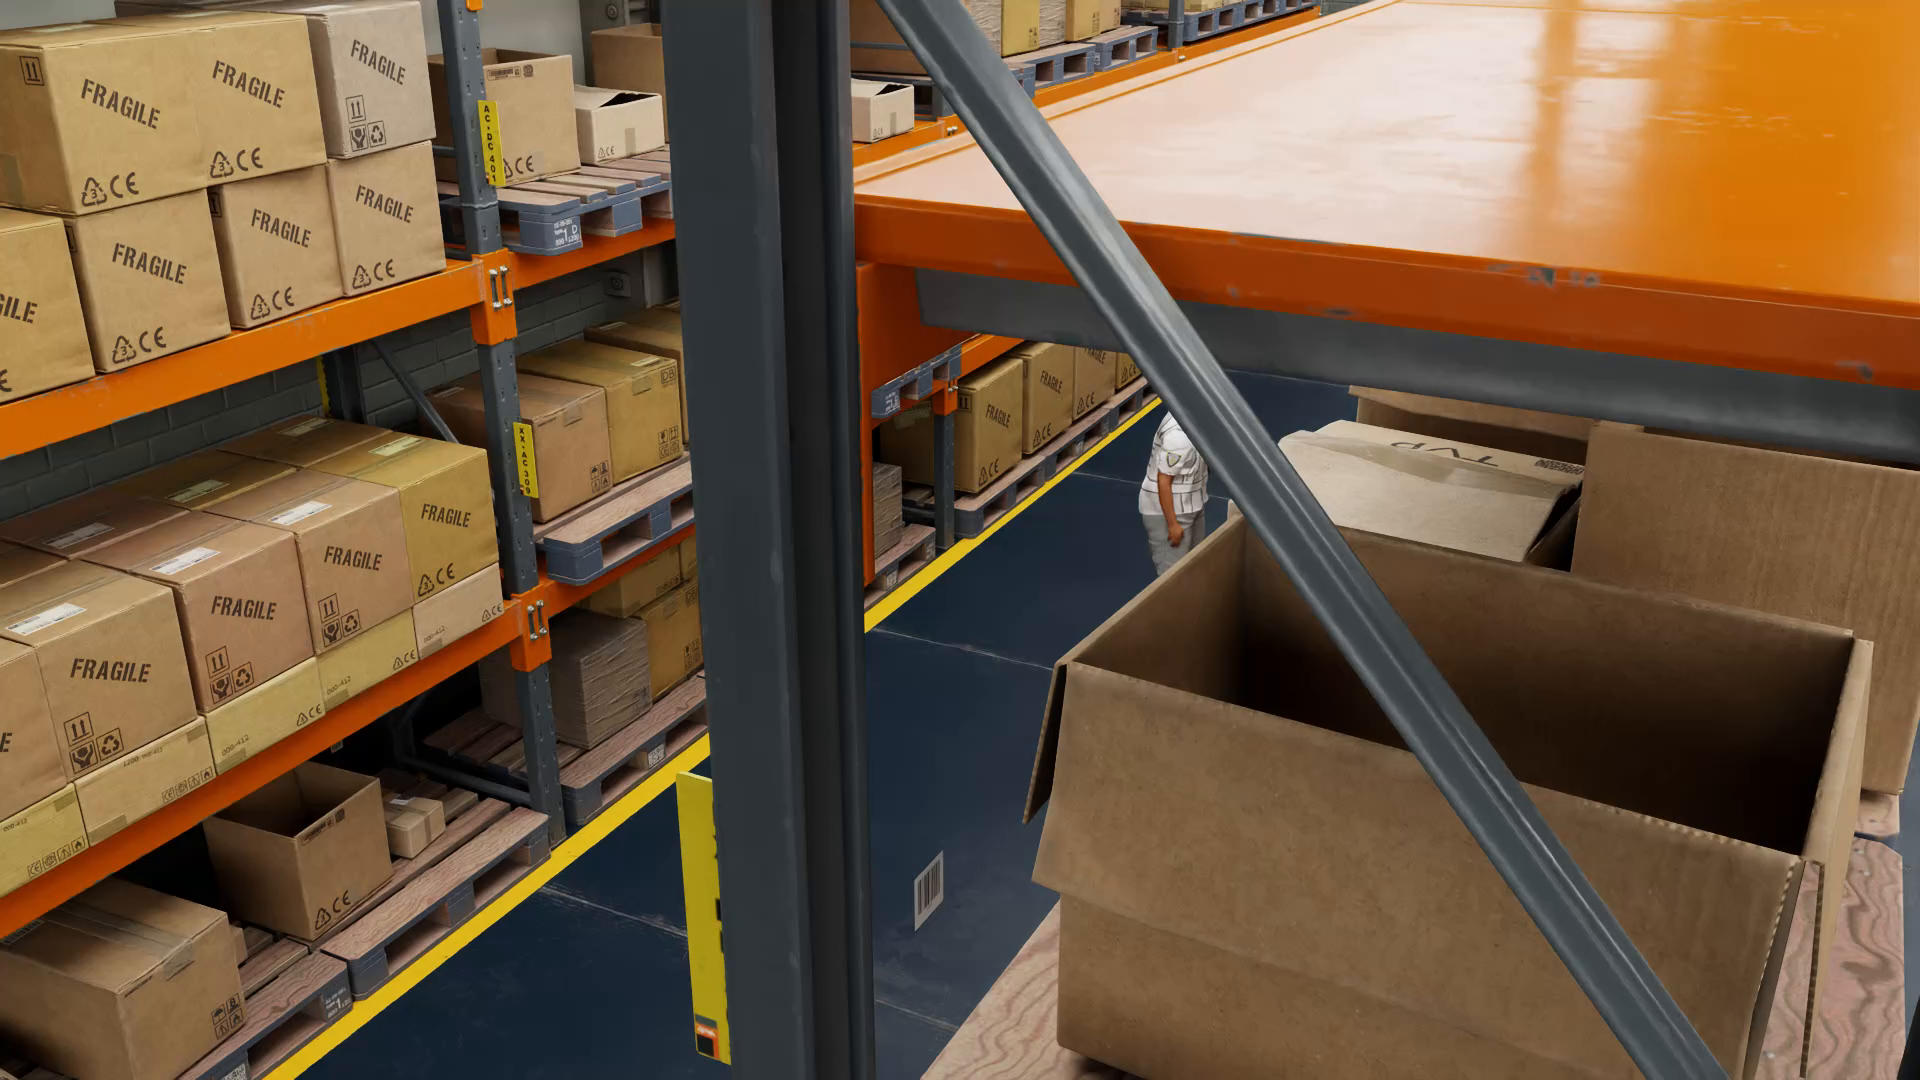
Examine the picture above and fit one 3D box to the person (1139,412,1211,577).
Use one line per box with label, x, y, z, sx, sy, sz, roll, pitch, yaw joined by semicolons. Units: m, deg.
person;1.264;-0.152;9.446;0.469;1.666;0.556;10;25;23
